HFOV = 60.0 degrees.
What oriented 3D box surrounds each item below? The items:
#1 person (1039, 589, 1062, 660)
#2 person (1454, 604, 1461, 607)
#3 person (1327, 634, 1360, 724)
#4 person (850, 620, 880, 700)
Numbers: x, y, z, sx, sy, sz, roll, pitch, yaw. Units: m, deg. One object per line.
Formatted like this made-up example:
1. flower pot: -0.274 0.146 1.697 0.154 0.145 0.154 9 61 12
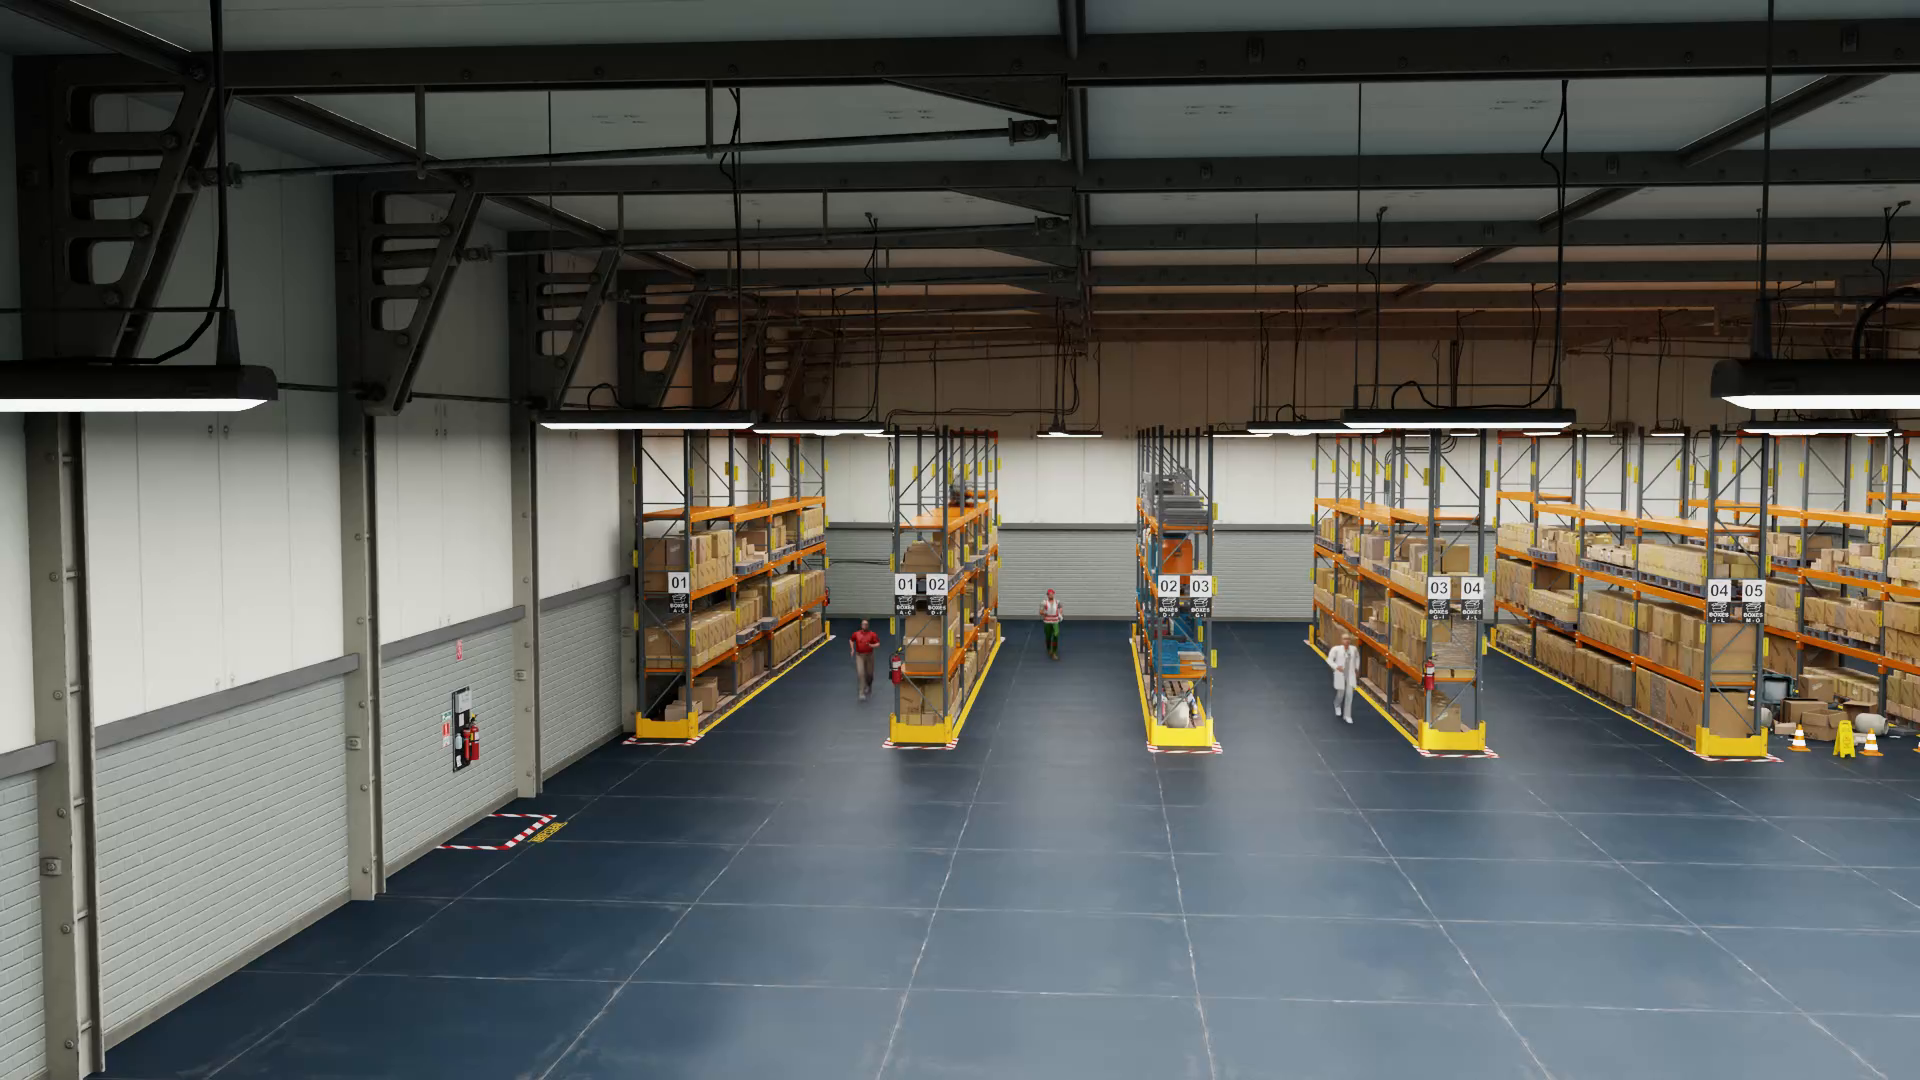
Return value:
1. person: 2.385 2.196 43.649 0.642 1.833 0.893 0 3 -1
2. person: 13.846 2.071 46.485 0.626 1.739 0.740 -3 5 -41
3. person: 7.844 2.805 33.970 0.711 1.767 0.959 0 3 0
4. person: -2.107 2.622 36.795 0.652 1.716 0.980 0 3 -6
